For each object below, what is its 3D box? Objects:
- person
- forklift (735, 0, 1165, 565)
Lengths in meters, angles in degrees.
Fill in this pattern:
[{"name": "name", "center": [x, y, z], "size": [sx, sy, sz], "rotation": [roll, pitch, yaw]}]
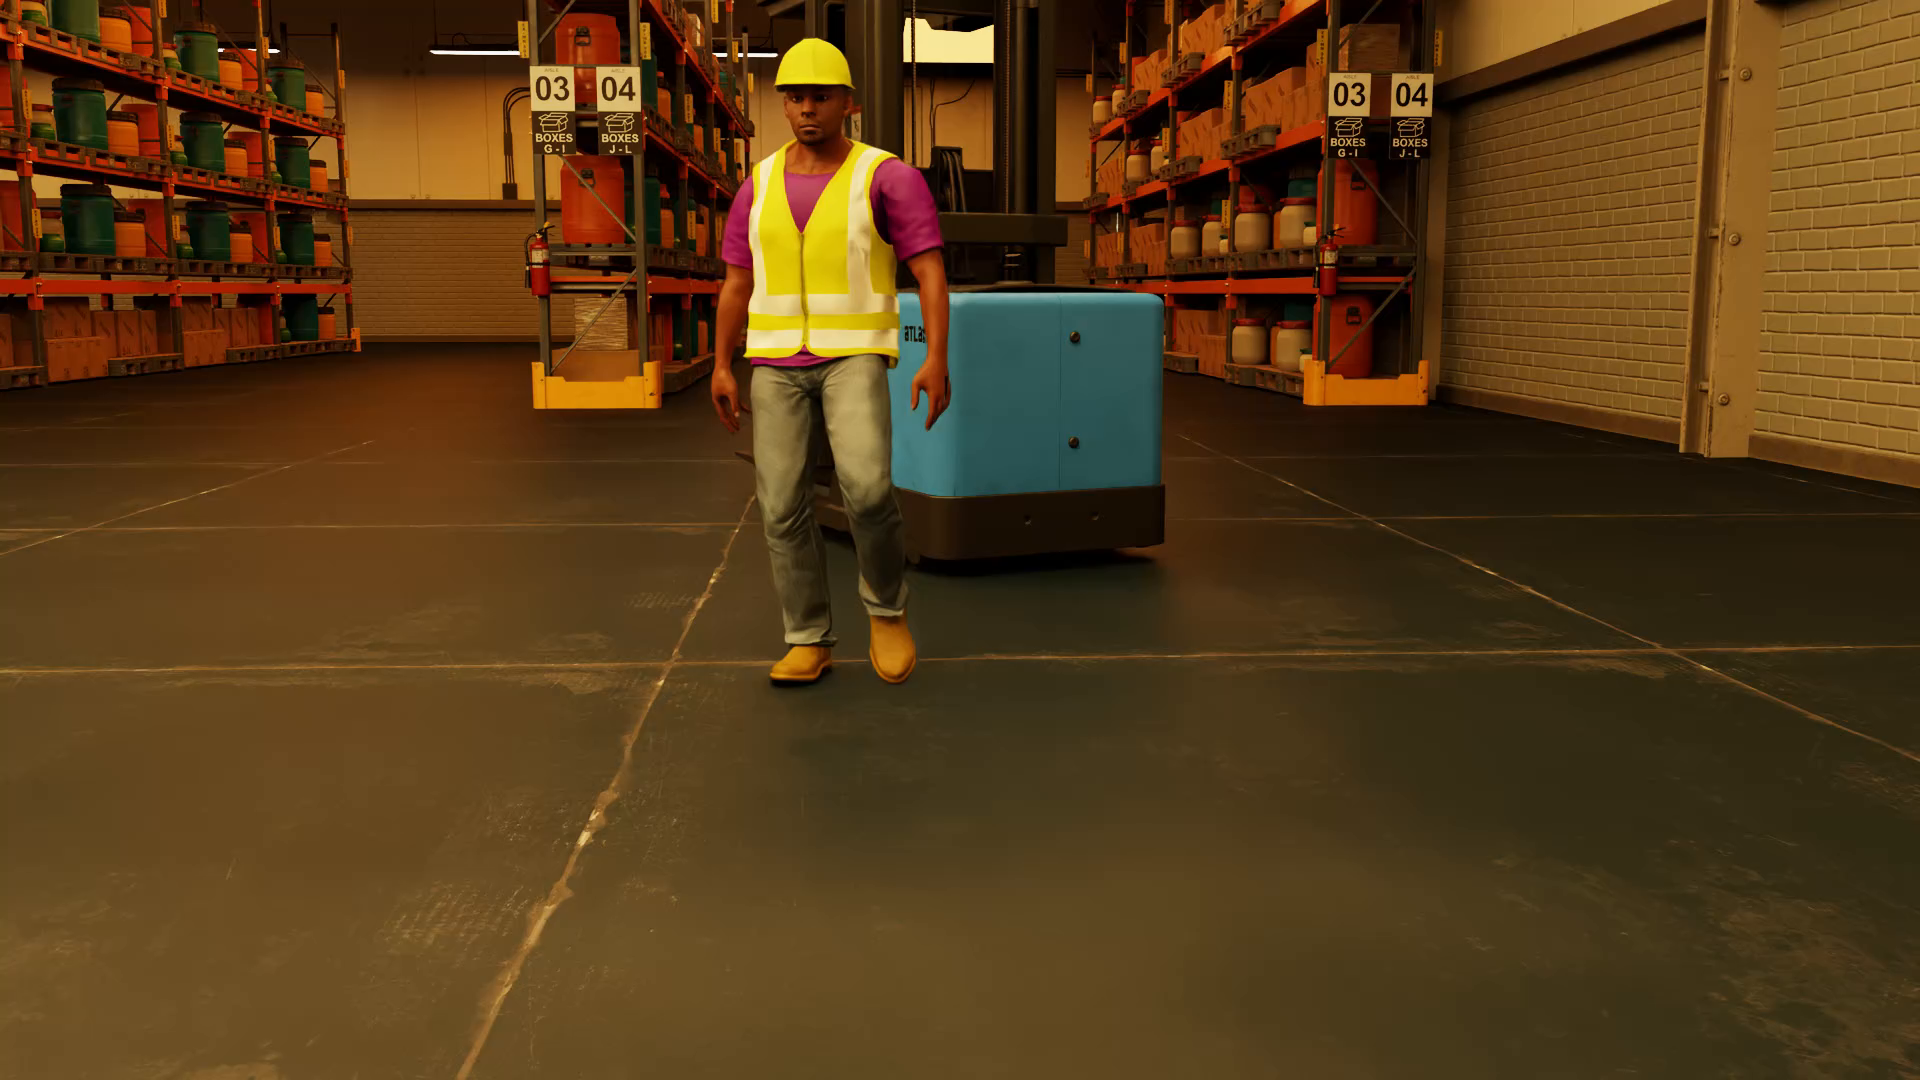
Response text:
[{"name": "person", "center": [-0.378, -0.468, 4.522], "size": [0.714, 1.747, 0.469], "rotation": [2, 9, 12]}, {"name": "forklift", "center": [-0.264, -1.530, 7.637], "size": [1.130, 2.935, 3.031], "rotation": [-4, 9, -25]}]
